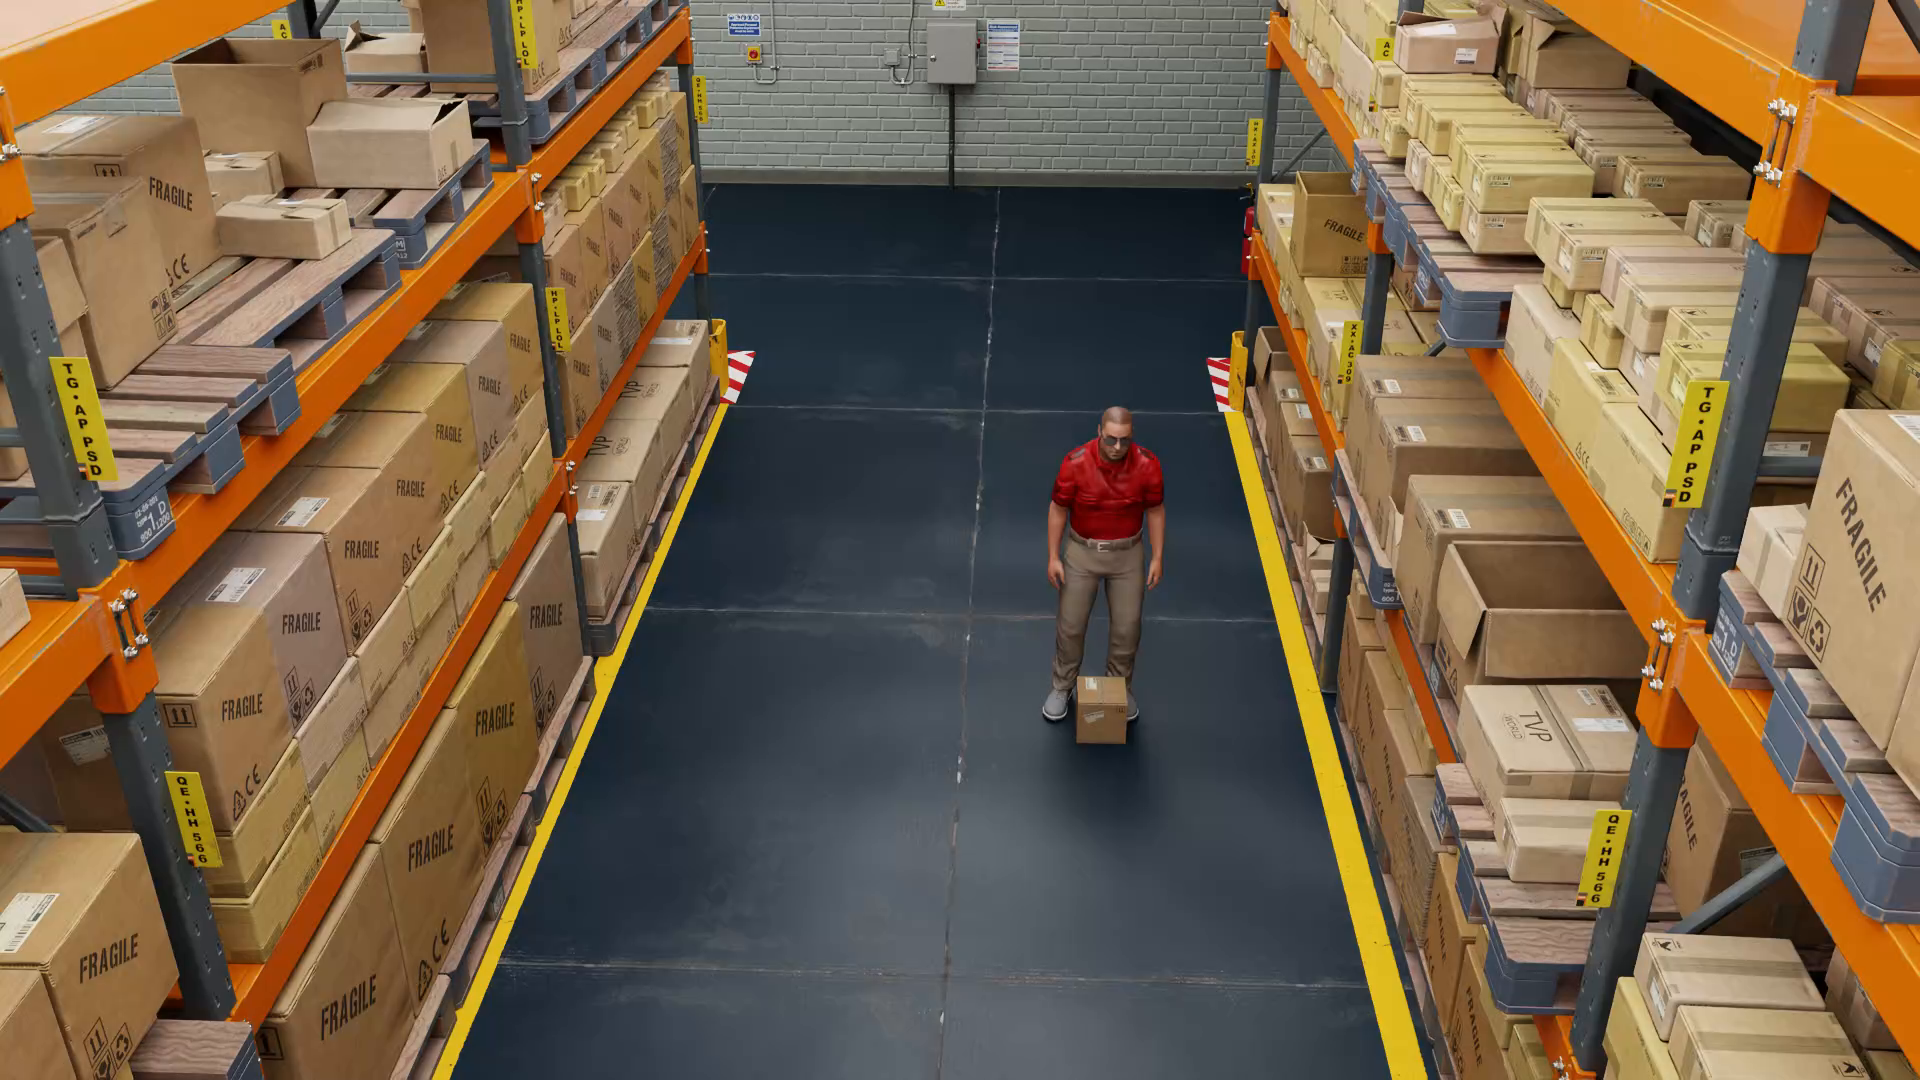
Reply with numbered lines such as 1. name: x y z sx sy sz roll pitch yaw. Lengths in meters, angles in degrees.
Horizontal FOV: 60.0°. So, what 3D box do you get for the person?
1. person: 0.735 0.104 8.438 0.599 1.727 0.391 0 28 0
